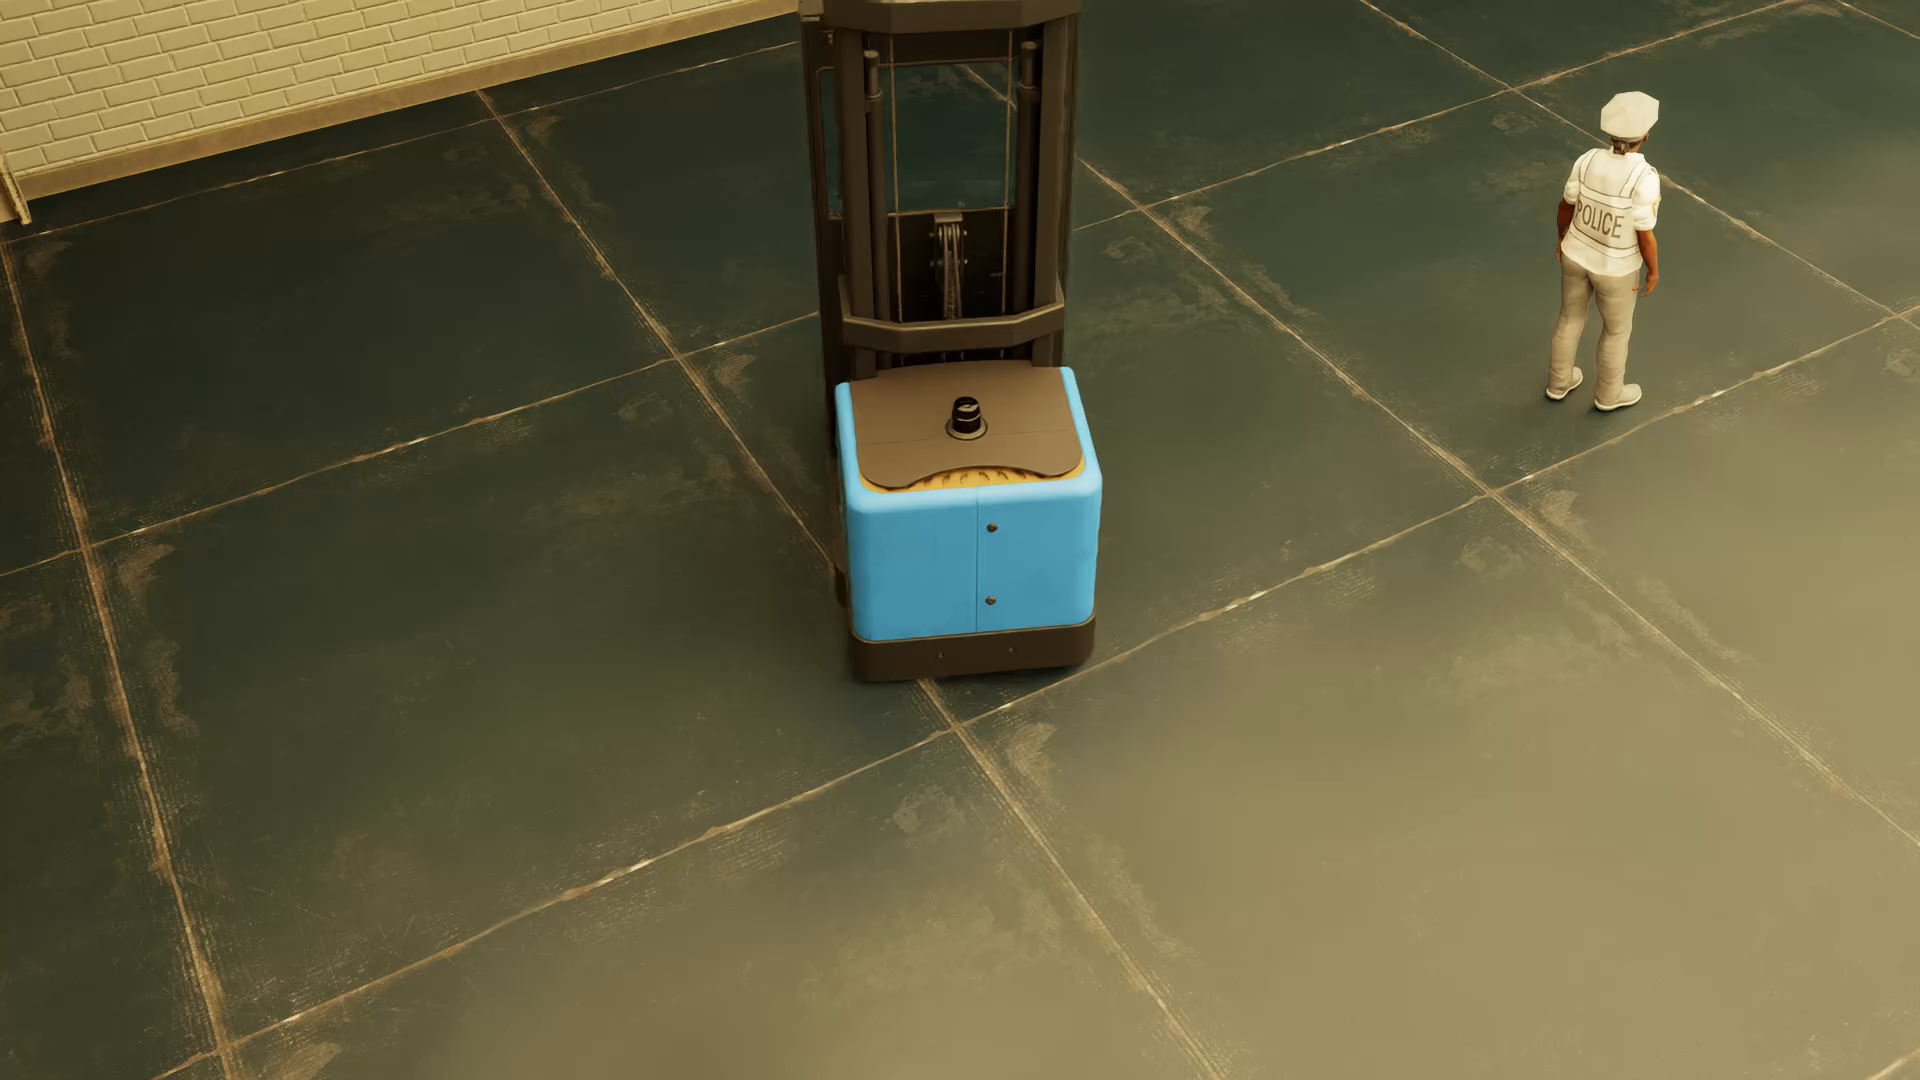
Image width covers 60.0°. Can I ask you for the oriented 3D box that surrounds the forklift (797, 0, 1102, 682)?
[{"bbox_3d":[-0.106,-1.472,7.285,1.130,2.935,3.031,-5,43,-5],"label":"forklift"}]

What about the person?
[{"bbox_3d":[3.178,-1.394,8.099,0.530,1.695,0.570,-31,51,-29],"label":"person"}]
